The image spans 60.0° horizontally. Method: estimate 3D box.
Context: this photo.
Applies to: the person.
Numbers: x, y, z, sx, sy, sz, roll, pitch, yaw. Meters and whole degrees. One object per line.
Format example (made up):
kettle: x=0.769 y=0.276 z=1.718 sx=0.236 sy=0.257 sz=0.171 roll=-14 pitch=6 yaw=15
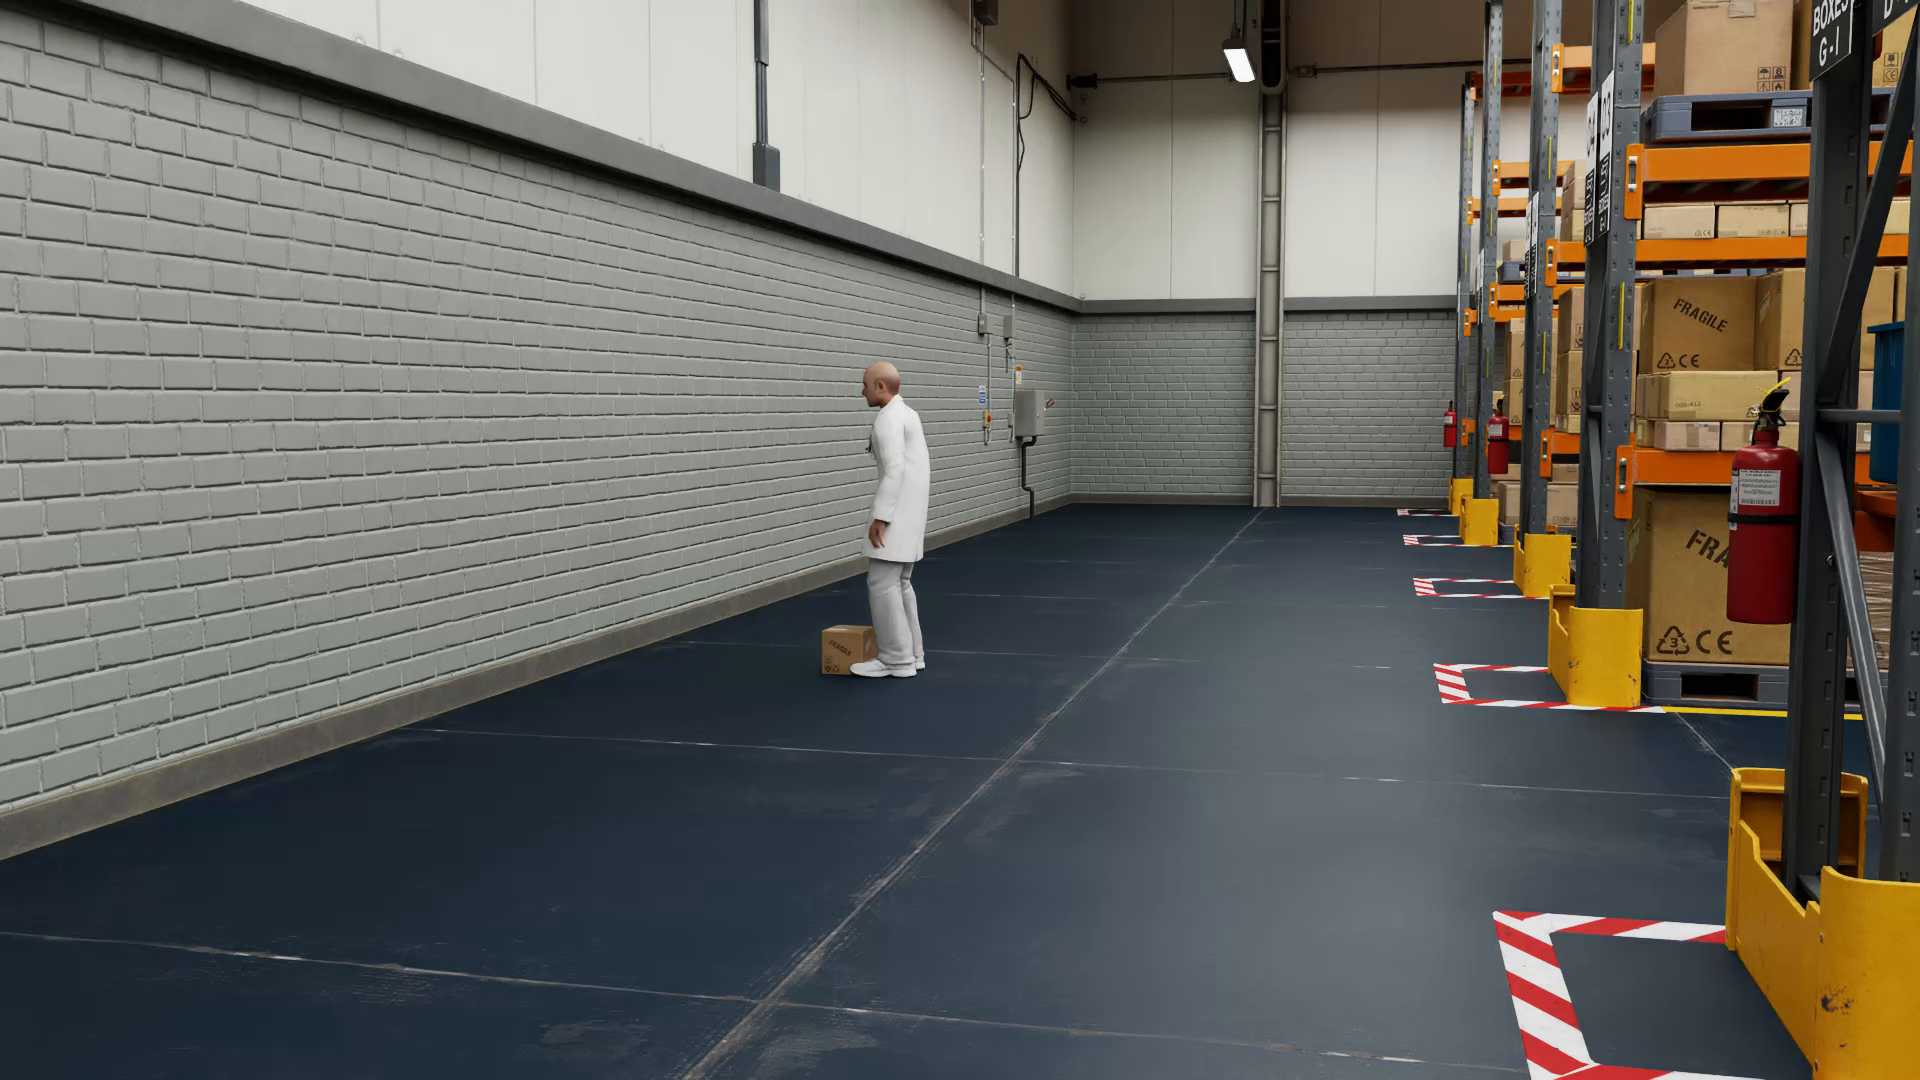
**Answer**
person: x=-0.388 y=-0.120 z=9.432 sx=0.429 sy=1.772 sz=0.648 roll=1 pitch=5 yaw=10
